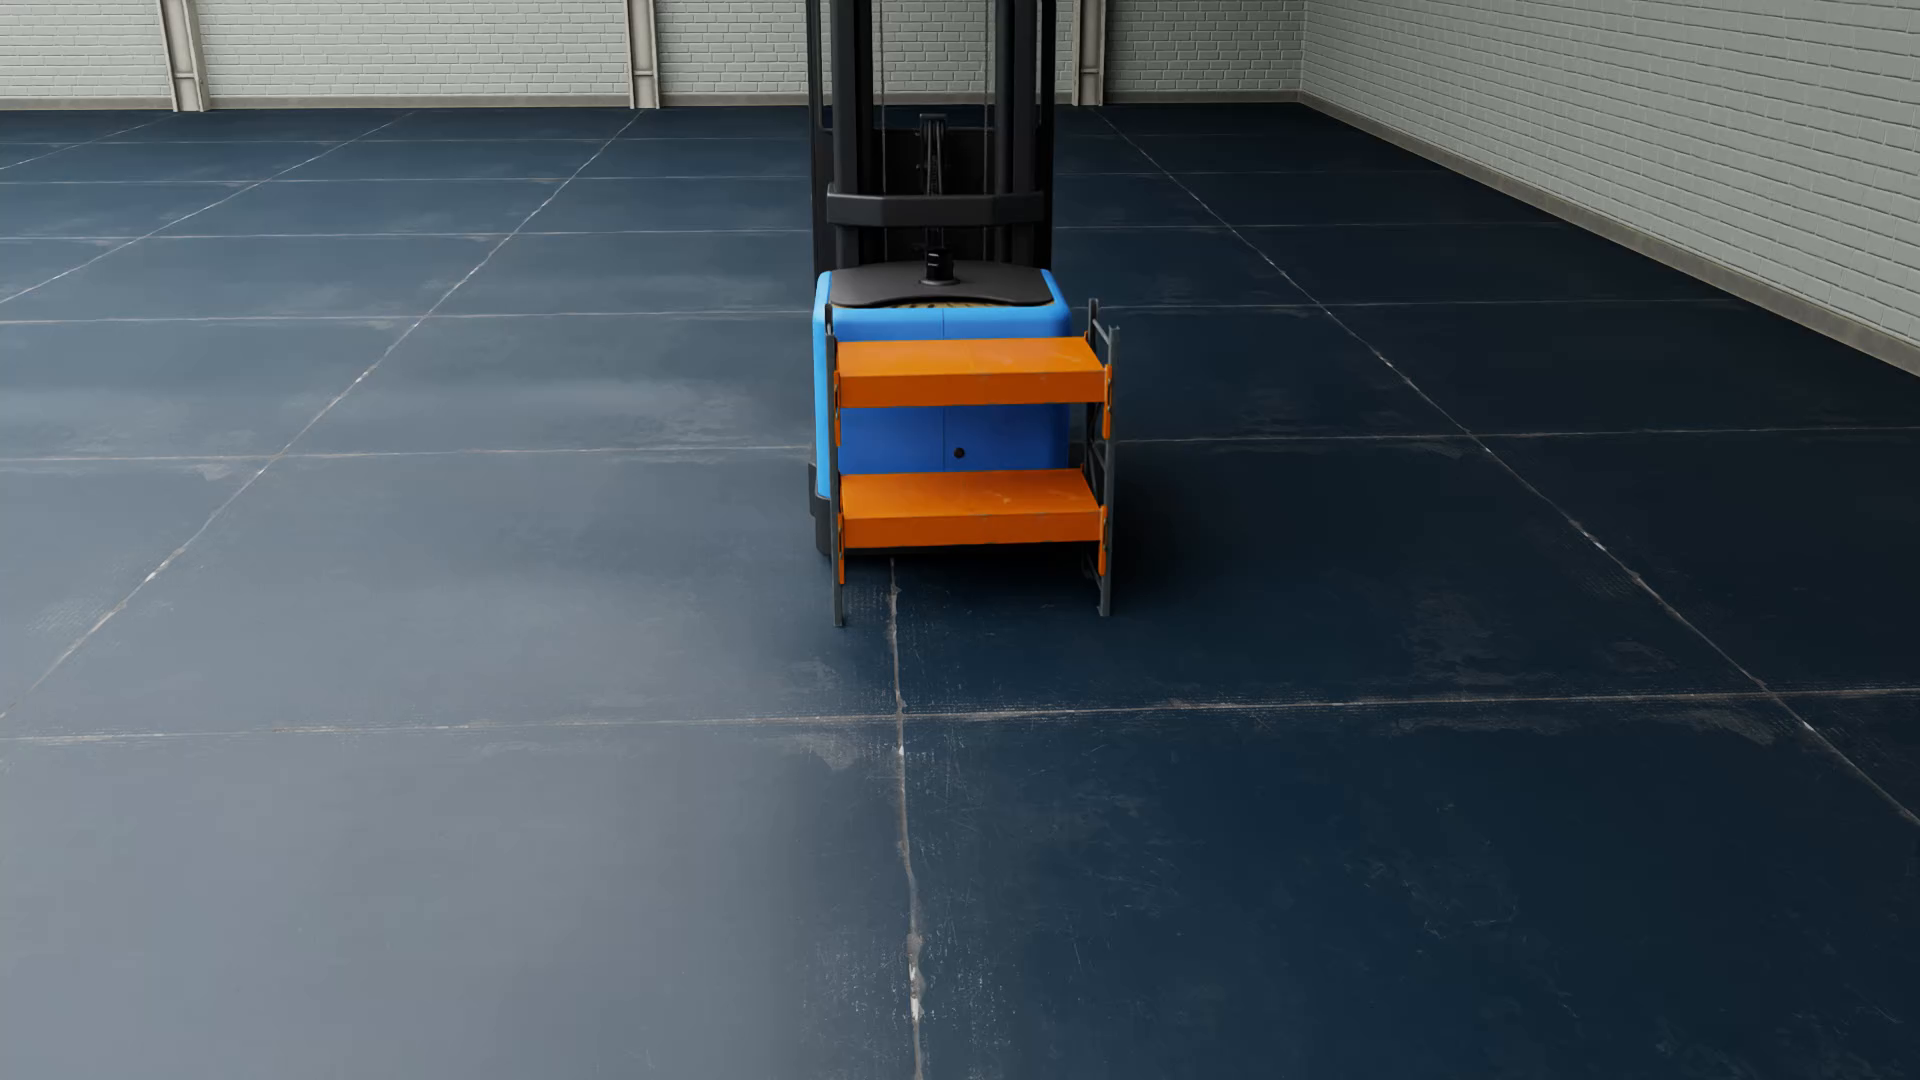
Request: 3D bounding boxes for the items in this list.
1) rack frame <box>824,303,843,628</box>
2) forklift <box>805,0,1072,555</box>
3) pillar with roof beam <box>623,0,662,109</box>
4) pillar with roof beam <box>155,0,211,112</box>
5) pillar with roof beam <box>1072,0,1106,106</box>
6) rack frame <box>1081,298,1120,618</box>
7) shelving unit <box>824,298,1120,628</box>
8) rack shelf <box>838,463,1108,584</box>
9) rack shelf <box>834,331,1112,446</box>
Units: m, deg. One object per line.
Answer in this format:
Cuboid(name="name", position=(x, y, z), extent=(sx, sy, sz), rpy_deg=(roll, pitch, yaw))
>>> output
Cuboid(name="rack frame", position=(-0.479, -0.285, 6.287), extent=(0.032, 1.125, 0.500), rpy_deg=(-2, 21, -5))
Cuboid(name="forklift", position=(-0.139, -1.784, 7.689), extent=(1.130, 2.935, 3.031), rpy_deg=(-1, 21, -3))
Cuboid(name="pillar with roof beam", position=(-3.999, -8.533, 16.886), extent=(0.400, 9.000, 9.100), rpy_deg=(-1, 21, -3))
Cuboid(name="pillar with roof beam", position=(-9.989, -8.411, 16.566), extent=(0.400, 9.000, 9.100), rpy_deg=(-1, 21, -3))
Cuboid(name="pillar with roof beam", position=(1.992, -8.655, 17.207), extent=(0.400, 9.000, 9.100), rpy_deg=(-1, 21, -3))
Cuboid(name="rack frame", position=(0.534, -0.316, 6.370), extent=(0.032, 1.125, 0.500), rpy_deg=(-2, 21, -5))
Cuboid(name="shelving unit", position=(0.027, -0.300, 6.329), extent=(1.048, 1.125, 0.538), rpy_deg=(-2, 21, -5))
Cuboid(name="rack shelf", position=(0.027, -0.072, 6.416), extent=(1.000, 0.278, 0.538), rpy_deg=(-2, 21, -5))
Cuboid(name="rack shelf", position=(0.027, -0.574, 6.224), extent=(1.000, 0.278, 0.538), rpy_deg=(-2, 21, -5))
